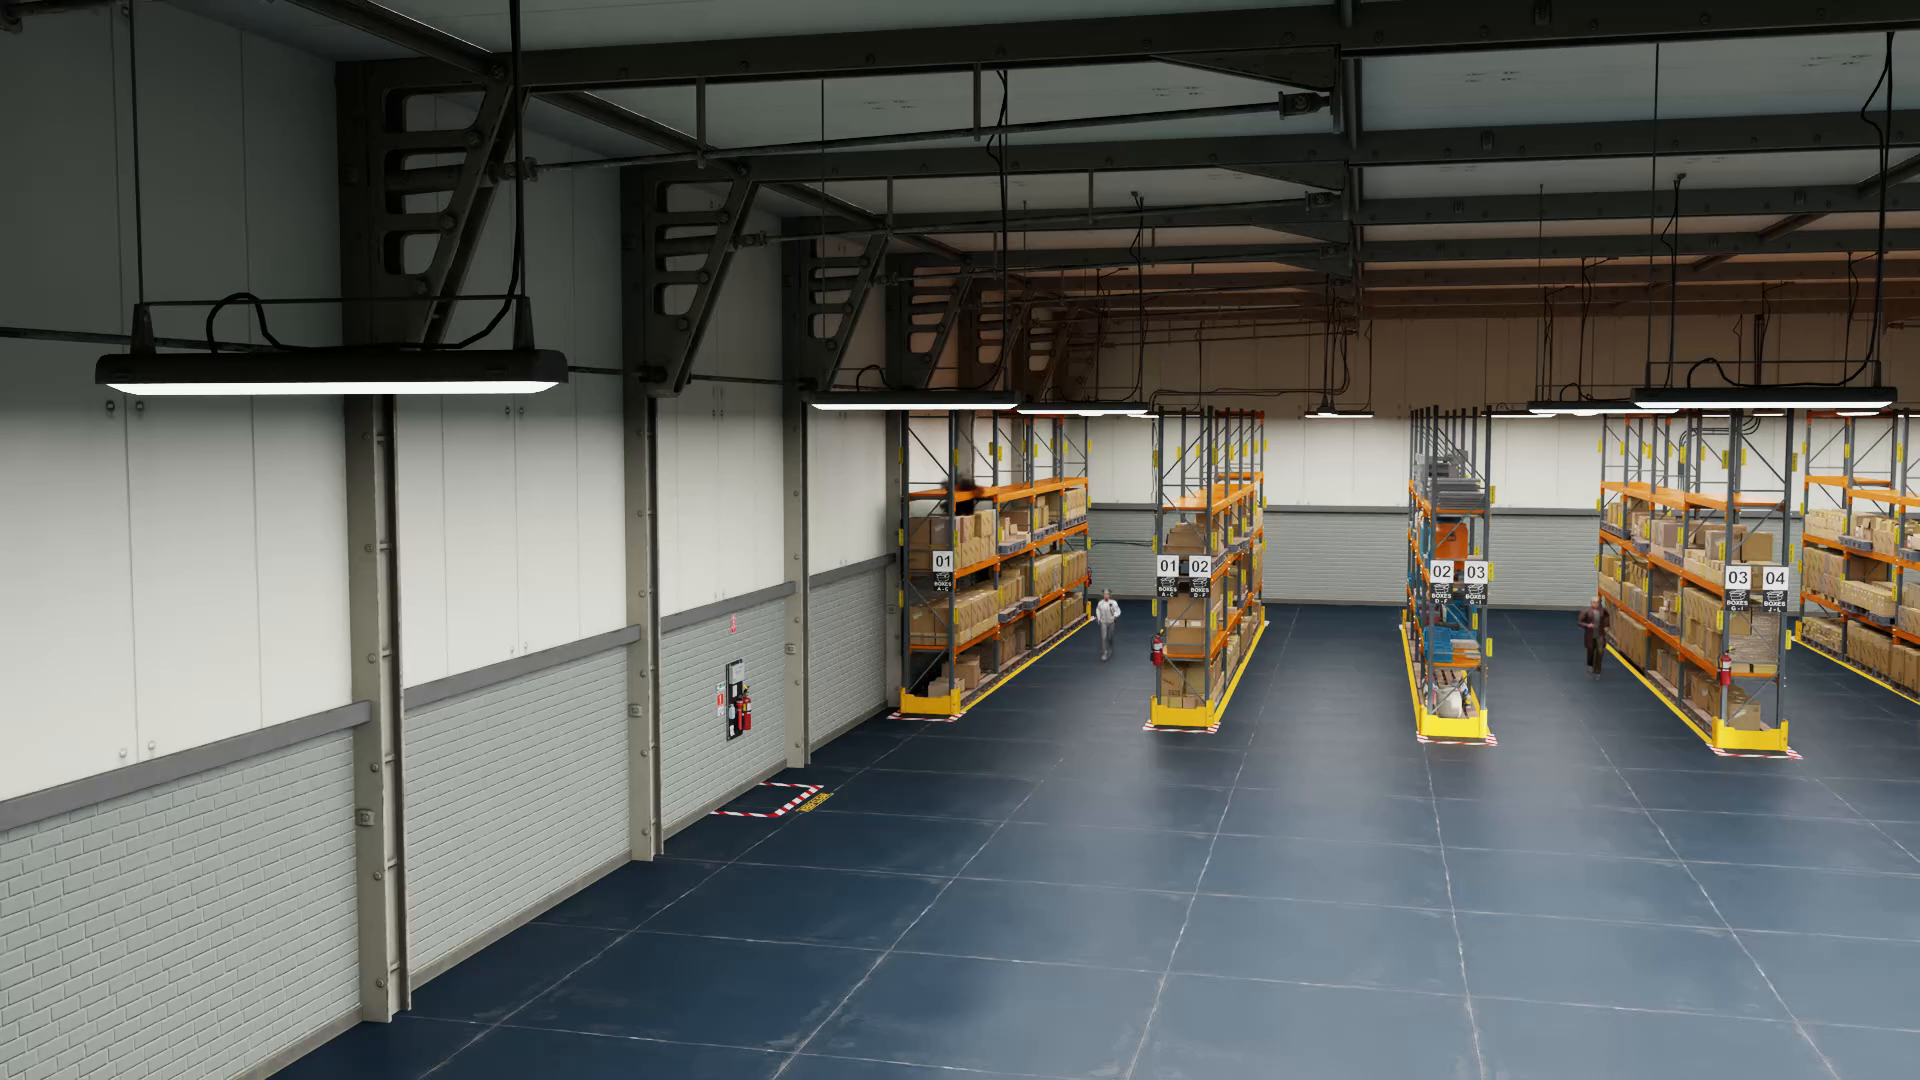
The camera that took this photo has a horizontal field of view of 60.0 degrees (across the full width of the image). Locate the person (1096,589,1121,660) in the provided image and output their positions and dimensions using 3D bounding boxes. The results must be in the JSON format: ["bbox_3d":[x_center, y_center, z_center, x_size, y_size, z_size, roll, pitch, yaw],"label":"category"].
[{"bbox_3d":[3.553,1.998,39.852,0.610,1.689,0.860,1,4,14],"label":"person"}]

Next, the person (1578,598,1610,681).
[{"bbox_3d":[14.123,2.296,37.079,0.738,1.652,0.971,1,4,8],"label":"person"}]
